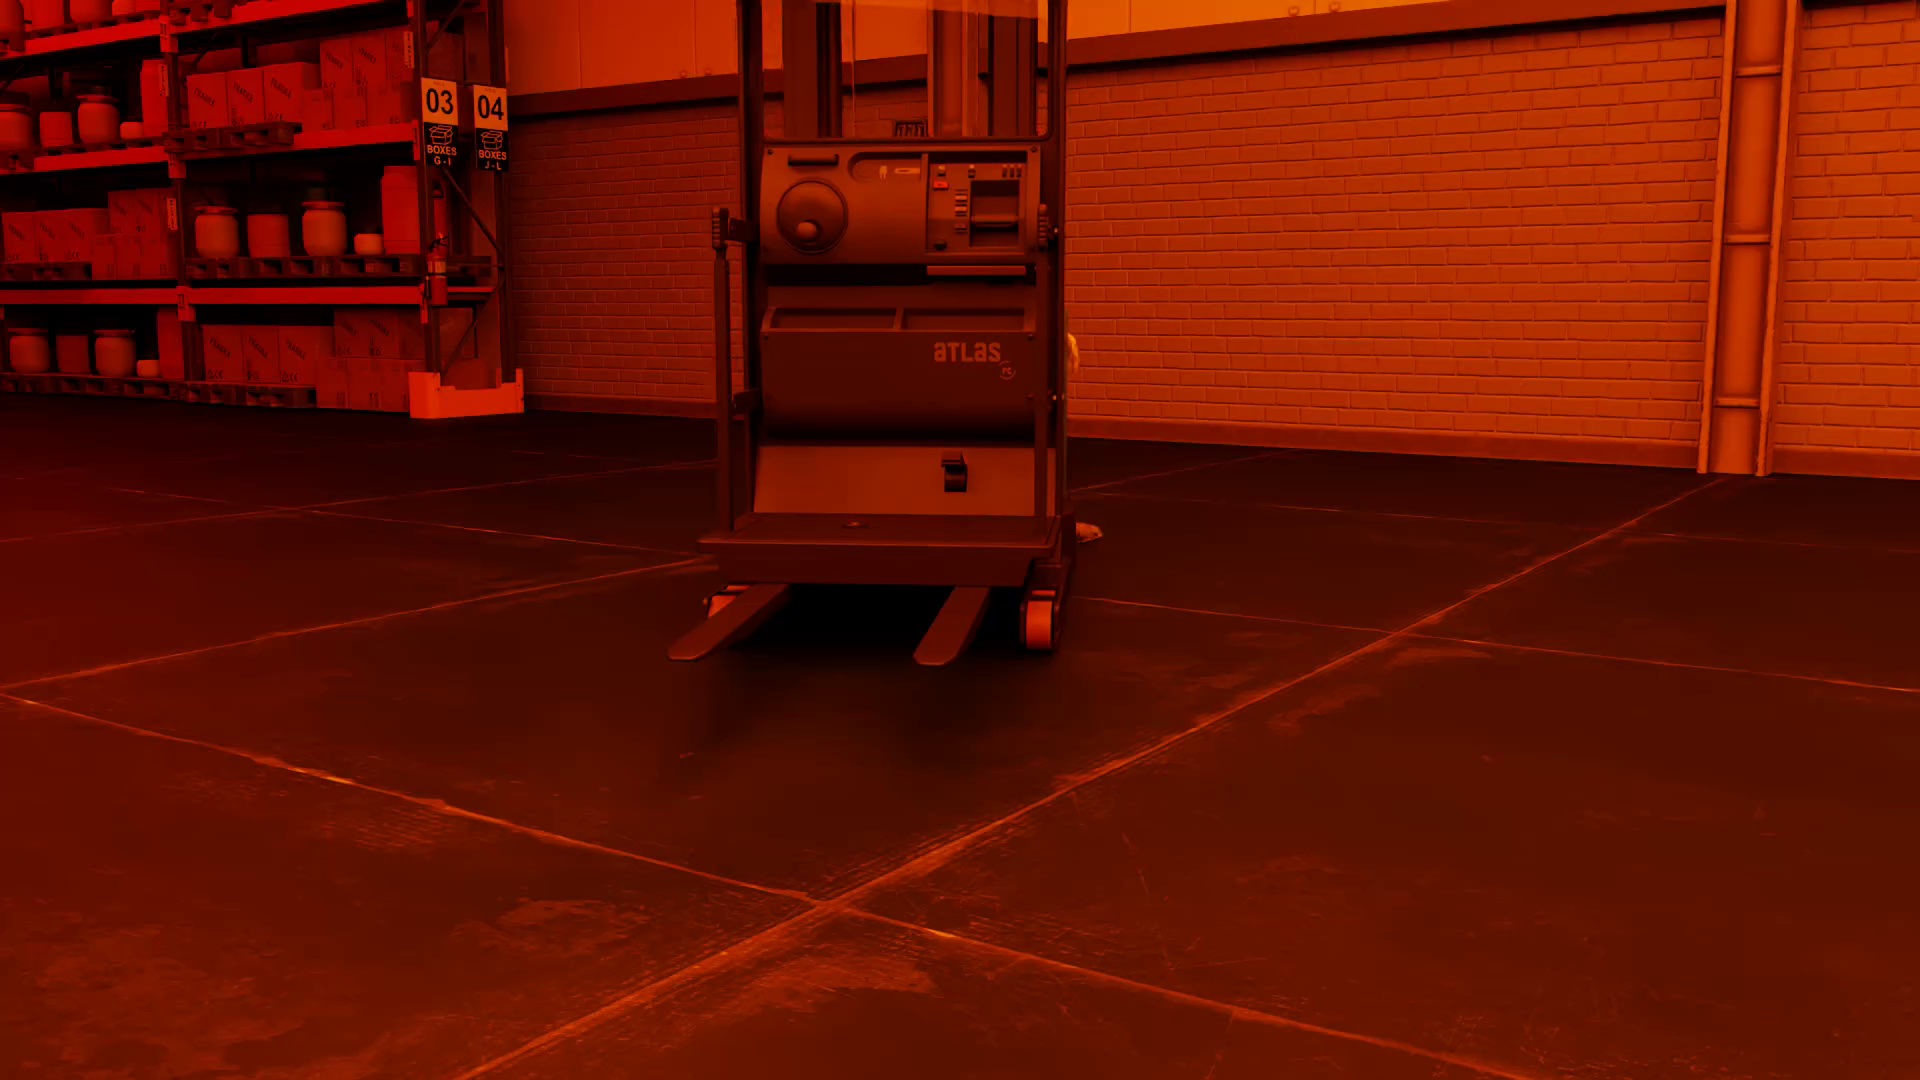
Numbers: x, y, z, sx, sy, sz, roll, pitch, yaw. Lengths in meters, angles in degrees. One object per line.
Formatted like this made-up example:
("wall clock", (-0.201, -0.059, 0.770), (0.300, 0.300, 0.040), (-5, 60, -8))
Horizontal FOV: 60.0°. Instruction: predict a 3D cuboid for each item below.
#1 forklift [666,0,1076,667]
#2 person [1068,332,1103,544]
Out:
("forklift", (-0.217, -1.152, 5.293), (1.130, 2.935, 3.031), (1, 8, 6))
("person", (0.295, -0.841, 7.287), (0.789, 1.753, 0.751), (3, 9, 23))
